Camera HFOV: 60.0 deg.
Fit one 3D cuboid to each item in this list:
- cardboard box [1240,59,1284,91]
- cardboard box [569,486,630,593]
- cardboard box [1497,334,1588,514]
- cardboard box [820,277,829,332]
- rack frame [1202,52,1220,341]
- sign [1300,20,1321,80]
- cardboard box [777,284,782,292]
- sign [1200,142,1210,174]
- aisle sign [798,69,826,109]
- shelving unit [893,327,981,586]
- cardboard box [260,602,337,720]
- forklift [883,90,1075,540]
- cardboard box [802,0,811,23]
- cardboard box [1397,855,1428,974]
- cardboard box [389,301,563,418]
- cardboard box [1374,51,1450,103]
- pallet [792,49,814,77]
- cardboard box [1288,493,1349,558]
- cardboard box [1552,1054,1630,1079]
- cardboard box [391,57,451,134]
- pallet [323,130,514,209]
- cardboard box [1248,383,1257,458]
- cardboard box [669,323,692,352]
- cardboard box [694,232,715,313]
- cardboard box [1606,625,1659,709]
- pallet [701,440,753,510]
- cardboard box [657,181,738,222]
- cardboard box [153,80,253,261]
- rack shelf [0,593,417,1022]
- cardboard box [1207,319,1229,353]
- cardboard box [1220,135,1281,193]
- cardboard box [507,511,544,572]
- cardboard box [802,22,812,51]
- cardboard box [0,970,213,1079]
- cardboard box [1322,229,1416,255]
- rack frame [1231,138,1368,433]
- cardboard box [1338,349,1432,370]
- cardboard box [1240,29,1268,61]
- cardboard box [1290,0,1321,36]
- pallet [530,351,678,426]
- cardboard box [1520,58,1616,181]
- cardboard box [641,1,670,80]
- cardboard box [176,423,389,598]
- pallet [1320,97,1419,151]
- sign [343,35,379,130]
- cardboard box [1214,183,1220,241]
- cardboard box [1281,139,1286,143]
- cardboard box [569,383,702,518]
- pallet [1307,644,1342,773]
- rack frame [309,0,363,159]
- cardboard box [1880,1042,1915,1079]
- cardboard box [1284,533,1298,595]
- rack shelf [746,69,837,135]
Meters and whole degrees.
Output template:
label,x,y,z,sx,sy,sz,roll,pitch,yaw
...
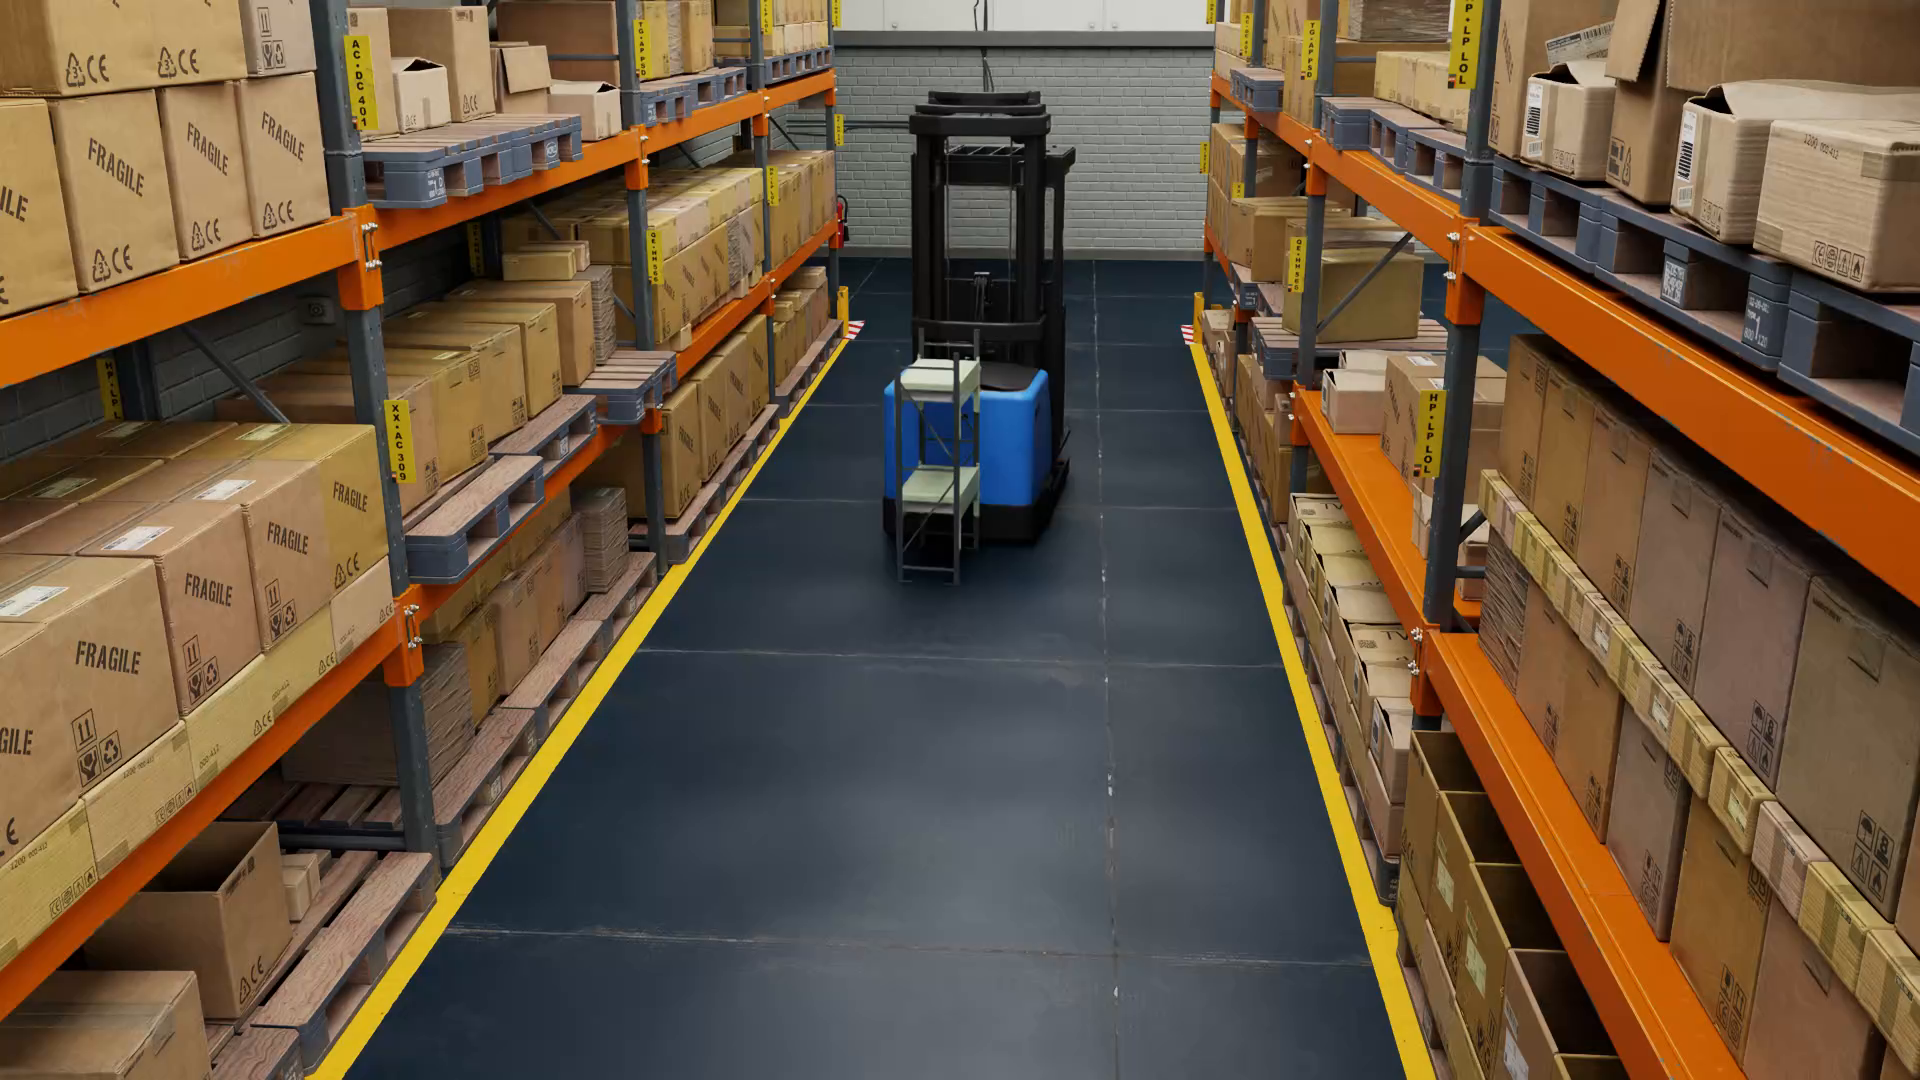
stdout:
label,x,y,z,sx,sy,sz,roll,pitch,yaw
cardboard box,2.598,-3.860,13.809,0.500,0.250,0.500,1,18,4
cardboard box,-2.399,-0.012,9.951,0.700,0.500,0.500,2,18,5
cardboard box,2.229,-0.390,5.553,0.700,0.500,0.500,1,18,4
cardboard box,-1.777,-2.493,17.553,0.700,0.500,0.500,1,18,4
rack frame,3.115,-3.591,17.565,1.000,3.000,0.127,1,18,4
sign,2.000,-2.790,9.474,0.100,0.325,0.005,1,18,4
cardboard box,-2.021,-2.609,16.866,0.380,0.149,0.250,1,18,4
sign,2.574,-4.015,17.467,0.100,0.325,0.005,1,18,4
aisle sign,-1.522,-4.952,17.542,0.394,0.787,0.004,1,18,4
shelving unit,-0.137,-0.545,10.678,0.431,1.500,0.755,3,18,10
cardboard box,-2.462,0.397,5.604,0.500,0.250,0.500,1,18,4
forklift,0.239,-1.809,12.238,1.130,2.935,3.031,3,18,10
cardboard box,-1.682,-5.107,15.577,0.500,0.500,0.500,0,18,1
cardboard box,1.919,1.380,6.135,0.500,0.250,0.500,1,18,4
cardboard box,-2.491,-0.939,8.604,0.700,0.500,0.500,1,18,4
cardboard box,2.565,-2.518,9.039,0.500,0.250,0.500,0,18,0
pallet,-1.954,-4.473,15.583,1.003,0.211,1.213,1,18,4
cardboard box,2.211,-0.110,9.781,0.500,0.311,0.500,2,18,6
cardboard box,1.767,1.645,4.123,0.500,0.500,0.500,1,18,4
cardboard box,-2.523,-1.915,7.103,0.500,0.311,0.500,2,18,6
pallet,-2.536,-1.499,6.665,1.213,0.211,1.003,1,18,4
cardboard box,2.480,-0.904,12.673,0.500,0.500,0.500,2,18,5
cardboard box,-2.015,-1.362,11.133,0.380,0.149,0.250,2,18,6
cardboard box,-2.026,-1.876,11.660,0.500,0.500,0.500,1,18,4
cardboard box,1.935,0.340,4.365,0.380,0.149,0.250,1,18,3
pallet,-2.178,-0.512,12.646,1.003,0.211,1.213,1,18,4
cardboard box,-1.974,-2.545,12.498,0.500,0.250,0.500,2,18,5
cardboard box,-2.525,-1.137,5.065,0.500,0.500,0.500,0,18,-1
rack shelf,-2.830,0.989,4.741,1.077,0.370,4.000,1,18,4
cardboard box,2.721,-2.020,16.481,0.500,0.250,0.500,1,18,4
cardboard box,2.714,-3.506,15.540,0.500,0.500,0.500,1,18,3
cardboard box,-2.535,-0.033,8.810,0.500,0.250,0.500,1,18,4
cardboard box,-1.683,-4.745,15.675,0.500,0.250,0.500,1,18,2
cardboard box,-2.691,1.631,4.936,0.700,0.500,0.500,0,18,0
cardboard box,2.730,-1.831,11.360,0.700,0.500,0.500,5,19,14
rack frame,2.828,-2.349,13.774,1.000,3.000,0.127,1,18,4
cardboard box,2.472,-0.952,9.655,0.500,0.311,0.500,2,18,7
cardboard box,2.592,-4.098,13.732,0.500,0.250,0.500,1,18,4
cardboard box,2.626,-3.500,11.473,0.600,0.600,0.600,1,18,2
pallet,-2.345,-0.901,9.664,1.213,0.211,1.003,1,18,4
cardboard box,1.917,-1.195,4.680,0.500,0.311,0.500,0,18,1
cardboard box,-2.384,-3.387,11.258,0.700,0.500,0.500,2,18,7
cardboard box,-2.412,-0.114,5.959,0.500,0.500,0.500,1,18,4
pallet,2.582,-2.229,8.895,1.213,0.211,1.003,2,18,6
sign,-2.145,-1.635,5.948,0.100,0.325,0.005,1,18,4
cardboard box,2.750,-3.190,16.182,0.500,0.500,0.500,1,18,4
cardboard box,3.253,-3.492,15.496,0.500,0.500,0.500,2,18,6
cardboard box,-2.216,-0.619,11.274,0.750,0.750,0.750,1,18,3
pallet,2.353,0.851,8.486,1.003,0.211,1.213,1,18,4
rack frame,-2.686,-2.824,5.591,1.000,3.000,0.127,1,18,4
cardboard box,2.014,1.186,2.826,0.700,0.500,0.500,1,18,4
cardboard box,2.211,0.157,9.869,0.500,0.250,0.500,1,18,4
rack shelf,-1.970,-4.163,15.648,1.077,0.370,4.000,1,18,4
